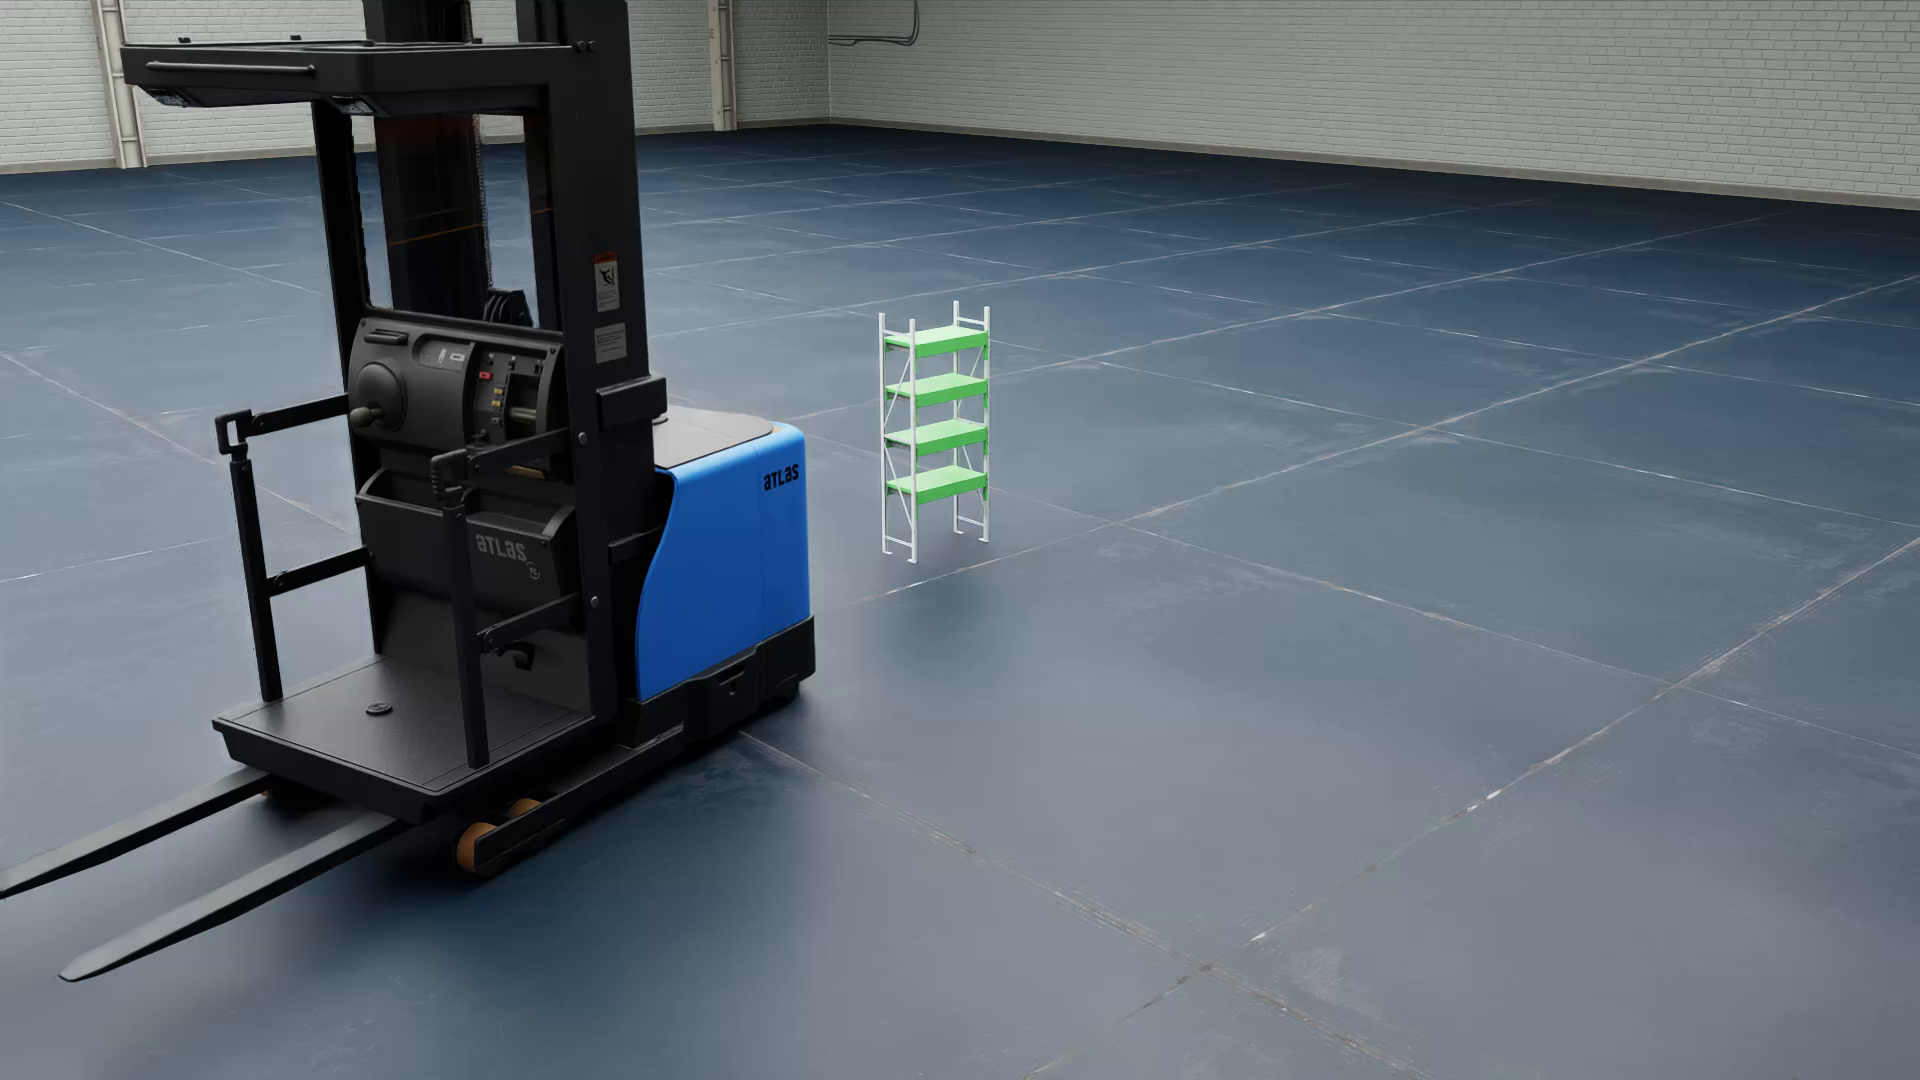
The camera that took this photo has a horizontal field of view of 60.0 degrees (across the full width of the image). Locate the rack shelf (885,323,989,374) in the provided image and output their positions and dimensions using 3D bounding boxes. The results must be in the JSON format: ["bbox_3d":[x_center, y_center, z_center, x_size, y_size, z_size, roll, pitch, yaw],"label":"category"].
[{"bbox_3d":[-0.120,-0.932,8.063,0.480,0.148,0.258,-16,24,-41],"label":"rack shelf"}]

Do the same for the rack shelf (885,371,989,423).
[{"bbox_3d":[-0.120,-0.703,8.137,0.480,0.148,0.258,-16,24,-41],"label":"rack shelf"}]

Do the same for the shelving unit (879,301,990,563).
[{"bbox_3d":[-0.120,-0.536,8.191,0.503,1.200,0.258,-16,24,-41],"label":"shelving unit"}]

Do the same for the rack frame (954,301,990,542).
[{"bbox_3d":[0.057,-0.587,8.351,0.015,1.200,0.240,-16,24,-41],"label":"rack frame"}]

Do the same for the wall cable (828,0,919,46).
[{"bbox_3d":[-1.942,-11.848,35.471,0.112,2.526,3.097,-16,24,-41],"label":"wall cable"}]

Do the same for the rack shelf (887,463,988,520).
[{"bbox_3d":[-0.120,-0.247,8.285,0.480,0.148,0.258,-16,24,-41],"label":"rack shelf"}]

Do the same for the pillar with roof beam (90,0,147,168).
[{"bbox_3d":[-10.752,-9.489,23.162,0.400,9.000,9.100,-16,24,-41],"label":"pillar with roof beam"}]

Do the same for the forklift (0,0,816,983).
[{"bbox_3d":[-1.775,-0.501,5.277,1.130,2.935,3.031,11,21,30],"label":"forklift"}]

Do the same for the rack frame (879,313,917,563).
[{"bbox_3d":[-0.298,-0.484,8.032,0.015,1.200,0.240,-16,24,-41],"label":"rack frame"}]

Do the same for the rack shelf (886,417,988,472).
[{"bbox_3d":[-0.120,-0.475,8.211,0.480,0.148,0.258,-16,24,-41],"label":"rack shelf"}]

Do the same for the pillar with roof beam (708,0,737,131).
[{"bbox_3d":[-2.033,-12.032,31.005,0.400,9.000,9.100,-16,24,-41],"label":"pillar with roof beam"}]

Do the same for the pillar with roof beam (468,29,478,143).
[{"bbox_3d":[-6.393,-10.761,27.083,0.400,9.000,9.100,-16,24,-41],"label":"pillar with roof beam"}]
